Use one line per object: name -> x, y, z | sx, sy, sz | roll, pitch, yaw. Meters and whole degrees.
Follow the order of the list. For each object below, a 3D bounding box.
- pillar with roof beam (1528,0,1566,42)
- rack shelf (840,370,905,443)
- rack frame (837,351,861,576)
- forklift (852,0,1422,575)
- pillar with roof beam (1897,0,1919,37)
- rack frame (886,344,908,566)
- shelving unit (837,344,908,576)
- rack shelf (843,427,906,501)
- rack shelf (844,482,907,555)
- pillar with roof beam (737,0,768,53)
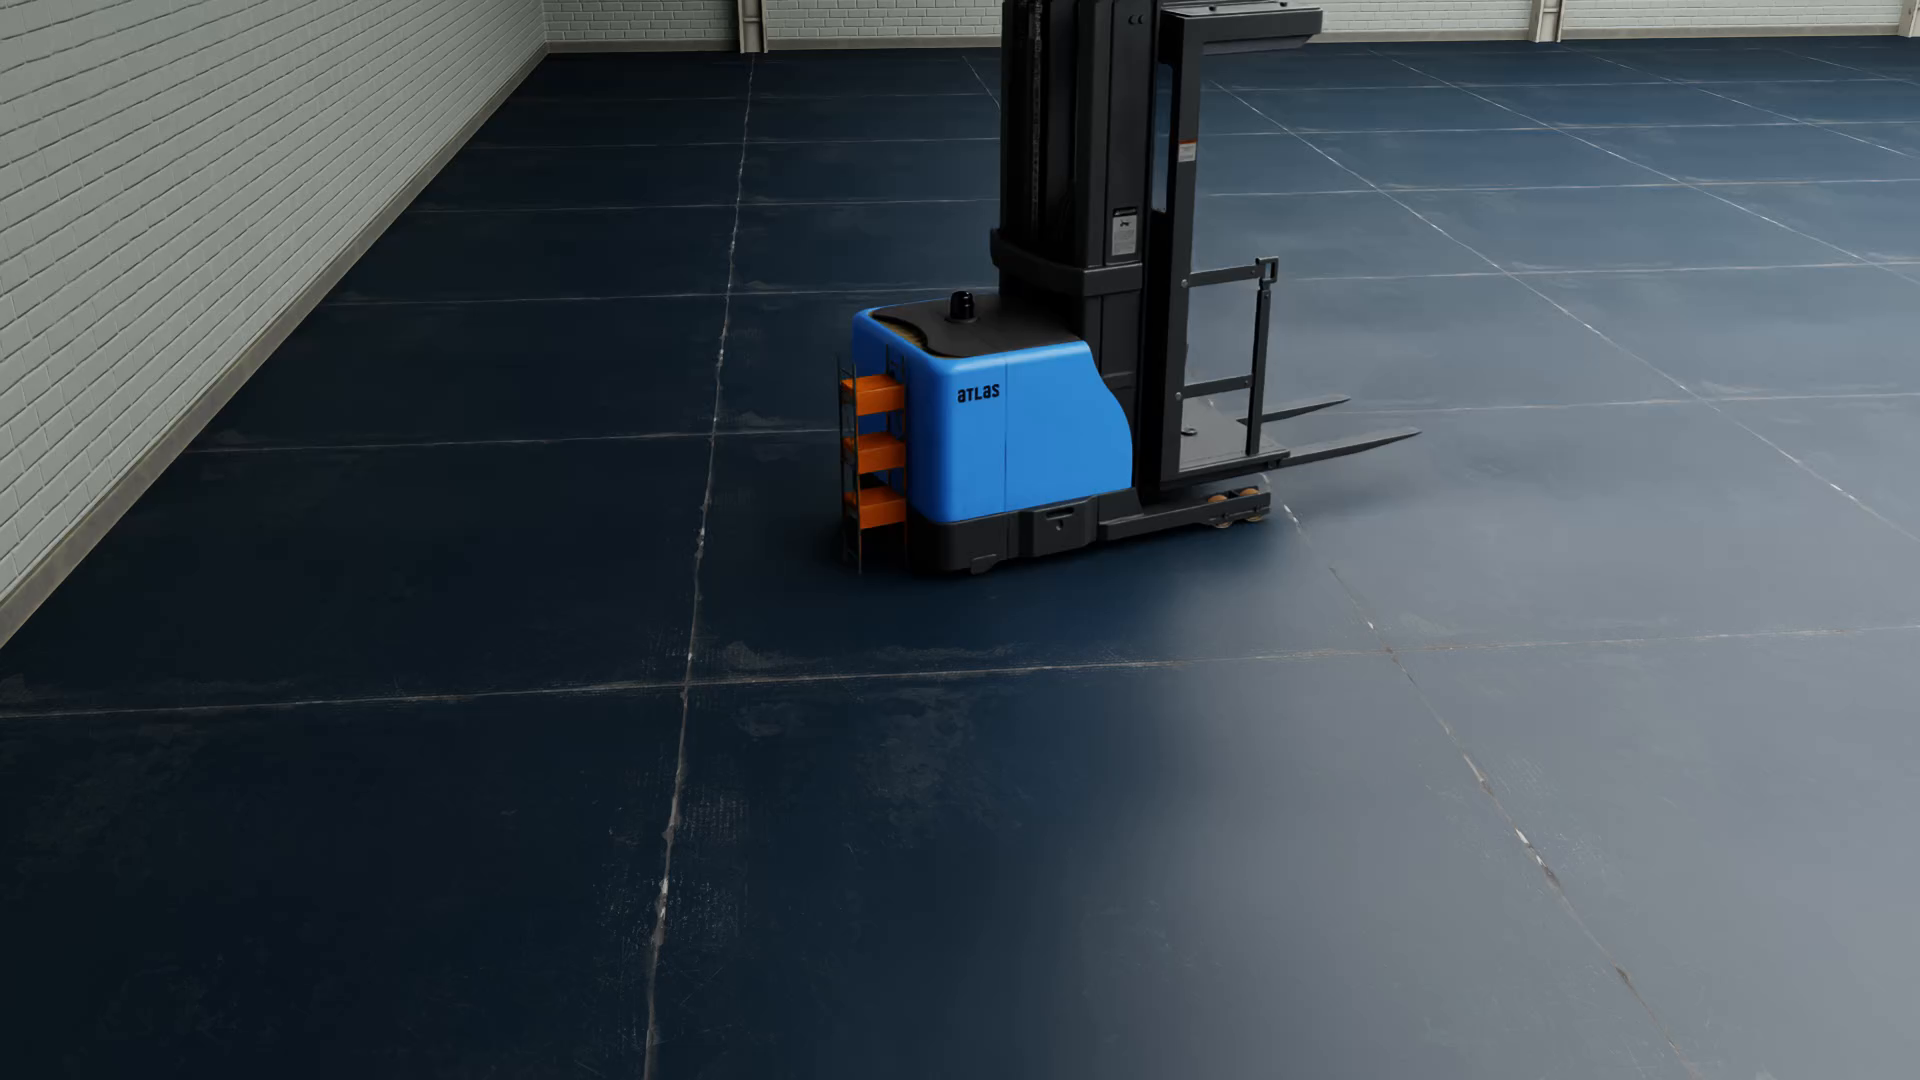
pillar with roof beam -> 9.348, -10.006, 19.682 | 0.400, 9.000, 9.100 | -2, 24, -5
rack shelf -> -0.406, -0.618, 7.676 | 0.240, 0.259, 0.215 | -11, 26, -24
rack frame -> -0.515, -0.347, 7.738 | 0.008, 1.050, 0.200 | -11, 26, -24
forklift -> 1.009, -1.576, 8.187 | 3.031, 2.935, 1.130 | -11, 26, -24
pillar with roof beam -> 15.319, -10.245, 20.220 | 0.400, 9.000, 9.100 | -2, 24, -5
rack frame -> -0.296, -0.391, 7.837 | 0.008, 1.050, 0.200 | -11, 26, -24
shelving unit -> -0.406, -0.369, 7.787 | 0.252, 1.050, 0.215 | -11, 26, -24
rack shelf -> -0.406, -0.359, 7.791 | 0.240, 0.259, 0.215 | -11, 26, -24
rack shelf -> -0.406, -0.105, 7.904 | 0.240, 0.259, 0.215 | -11, 26, -24
pillar with roof beam -> -2.594, -9.526, 18.604 | 0.400, 9.000, 9.100 | -2, 24, -5
